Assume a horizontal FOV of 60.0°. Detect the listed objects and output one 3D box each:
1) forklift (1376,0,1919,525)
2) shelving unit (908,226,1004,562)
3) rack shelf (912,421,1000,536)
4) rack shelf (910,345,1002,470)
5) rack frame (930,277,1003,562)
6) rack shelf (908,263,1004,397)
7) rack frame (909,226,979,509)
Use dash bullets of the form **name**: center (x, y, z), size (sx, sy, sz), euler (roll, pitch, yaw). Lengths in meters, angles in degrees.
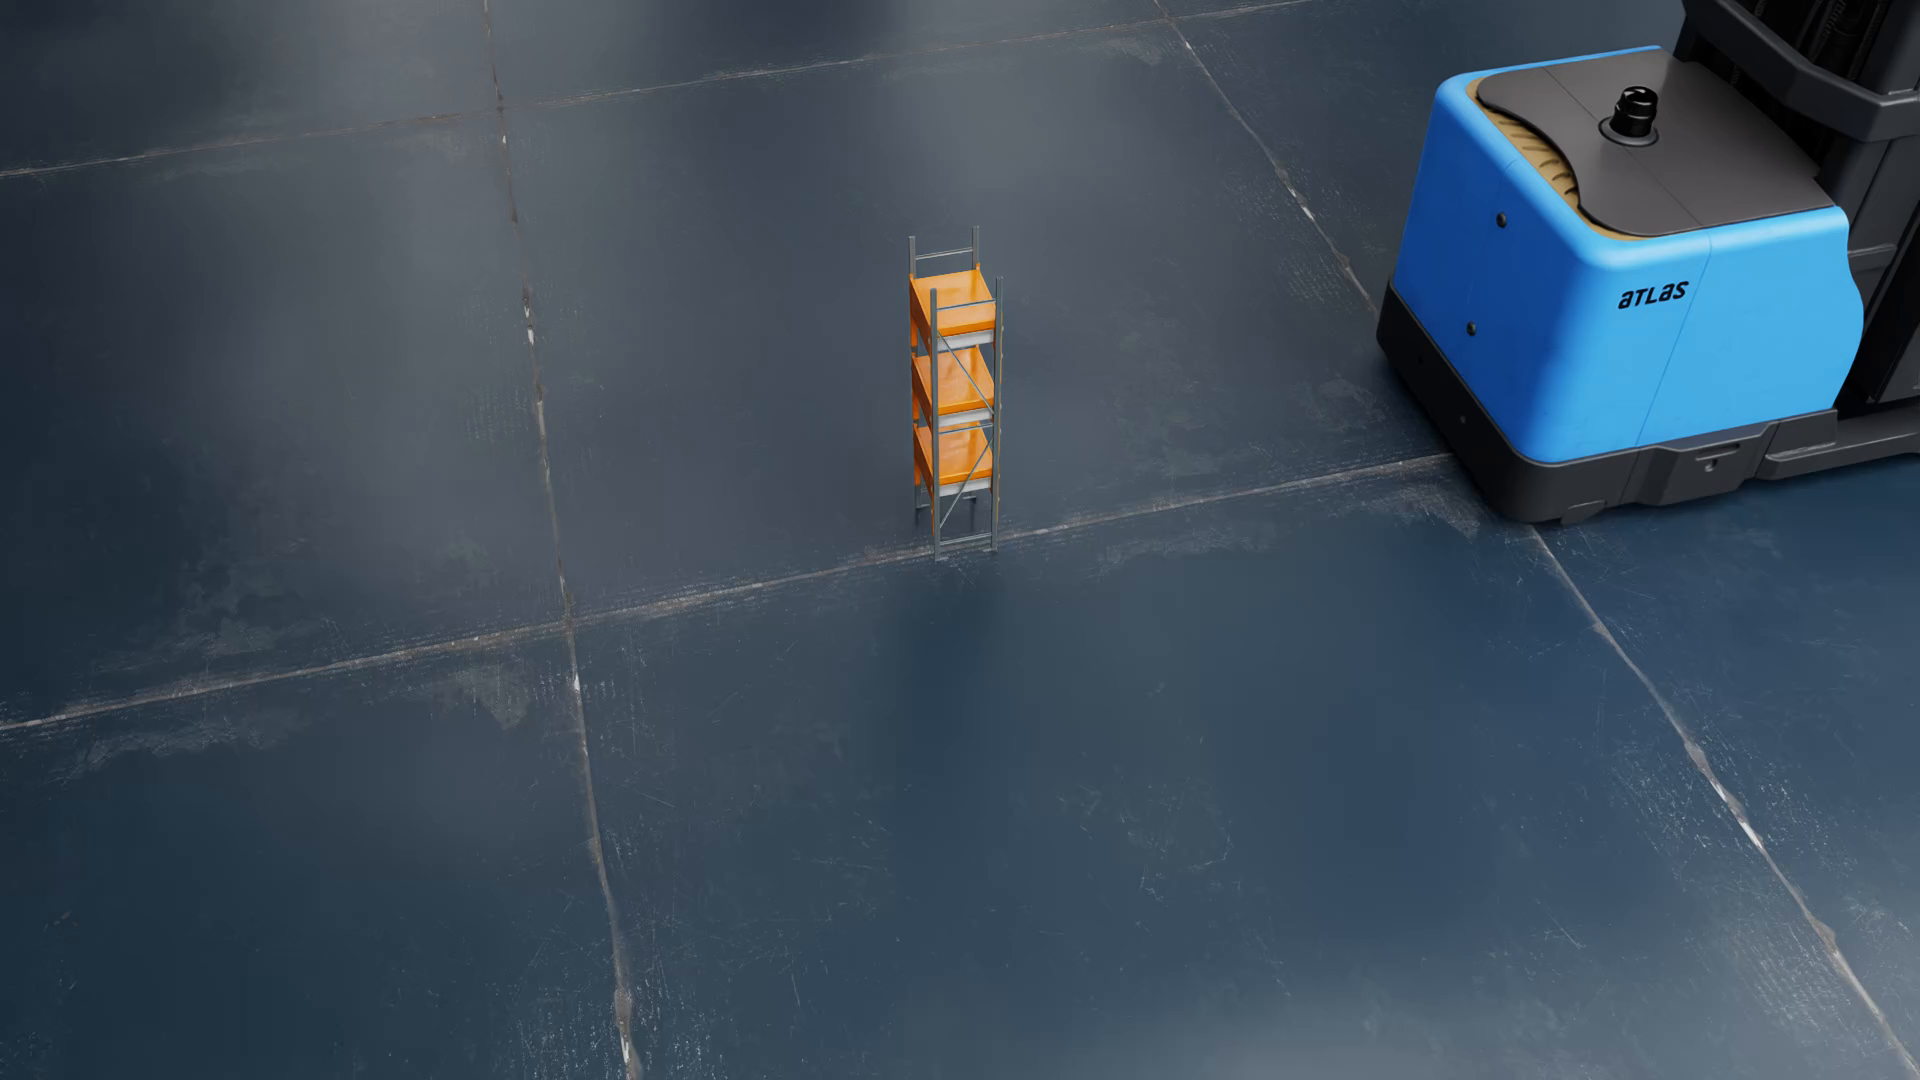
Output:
- **forklift**: center (3.037, -1.659, 4.823), size (3.031, 2.935, 1.130), euler (-11, 47, -11)
- **shelving unit**: center (-0.014, -0.404, 4.911), size (0.215, 1.050, 0.252), euler (-11, 47, -10)
- **rack shelf**: center (-0.014, -0.202, 5.117), size (0.215, 0.259, 0.240), euler (-11, 47, -10)
- **rack shelf**: center (-0.014, -0.397, 4.919), size (0.215, 0.259, 0.240), euler (-11, 47, -10)
- **rack frame**: center (0.018, -0.320, 4.829), size (0.200, 1.050, 0.008), euler (-11, 47, -10)
- **rack shelf**: center (-0.014, -0.596, 4.716), size (0.215, 0.259, 0.240), euler (-11, 47, -10)
- **rack frame**: center (-0.045, -0.489, 4.994), size (0.200, 1.050, 0.008), euler (-11, 47, -10)
